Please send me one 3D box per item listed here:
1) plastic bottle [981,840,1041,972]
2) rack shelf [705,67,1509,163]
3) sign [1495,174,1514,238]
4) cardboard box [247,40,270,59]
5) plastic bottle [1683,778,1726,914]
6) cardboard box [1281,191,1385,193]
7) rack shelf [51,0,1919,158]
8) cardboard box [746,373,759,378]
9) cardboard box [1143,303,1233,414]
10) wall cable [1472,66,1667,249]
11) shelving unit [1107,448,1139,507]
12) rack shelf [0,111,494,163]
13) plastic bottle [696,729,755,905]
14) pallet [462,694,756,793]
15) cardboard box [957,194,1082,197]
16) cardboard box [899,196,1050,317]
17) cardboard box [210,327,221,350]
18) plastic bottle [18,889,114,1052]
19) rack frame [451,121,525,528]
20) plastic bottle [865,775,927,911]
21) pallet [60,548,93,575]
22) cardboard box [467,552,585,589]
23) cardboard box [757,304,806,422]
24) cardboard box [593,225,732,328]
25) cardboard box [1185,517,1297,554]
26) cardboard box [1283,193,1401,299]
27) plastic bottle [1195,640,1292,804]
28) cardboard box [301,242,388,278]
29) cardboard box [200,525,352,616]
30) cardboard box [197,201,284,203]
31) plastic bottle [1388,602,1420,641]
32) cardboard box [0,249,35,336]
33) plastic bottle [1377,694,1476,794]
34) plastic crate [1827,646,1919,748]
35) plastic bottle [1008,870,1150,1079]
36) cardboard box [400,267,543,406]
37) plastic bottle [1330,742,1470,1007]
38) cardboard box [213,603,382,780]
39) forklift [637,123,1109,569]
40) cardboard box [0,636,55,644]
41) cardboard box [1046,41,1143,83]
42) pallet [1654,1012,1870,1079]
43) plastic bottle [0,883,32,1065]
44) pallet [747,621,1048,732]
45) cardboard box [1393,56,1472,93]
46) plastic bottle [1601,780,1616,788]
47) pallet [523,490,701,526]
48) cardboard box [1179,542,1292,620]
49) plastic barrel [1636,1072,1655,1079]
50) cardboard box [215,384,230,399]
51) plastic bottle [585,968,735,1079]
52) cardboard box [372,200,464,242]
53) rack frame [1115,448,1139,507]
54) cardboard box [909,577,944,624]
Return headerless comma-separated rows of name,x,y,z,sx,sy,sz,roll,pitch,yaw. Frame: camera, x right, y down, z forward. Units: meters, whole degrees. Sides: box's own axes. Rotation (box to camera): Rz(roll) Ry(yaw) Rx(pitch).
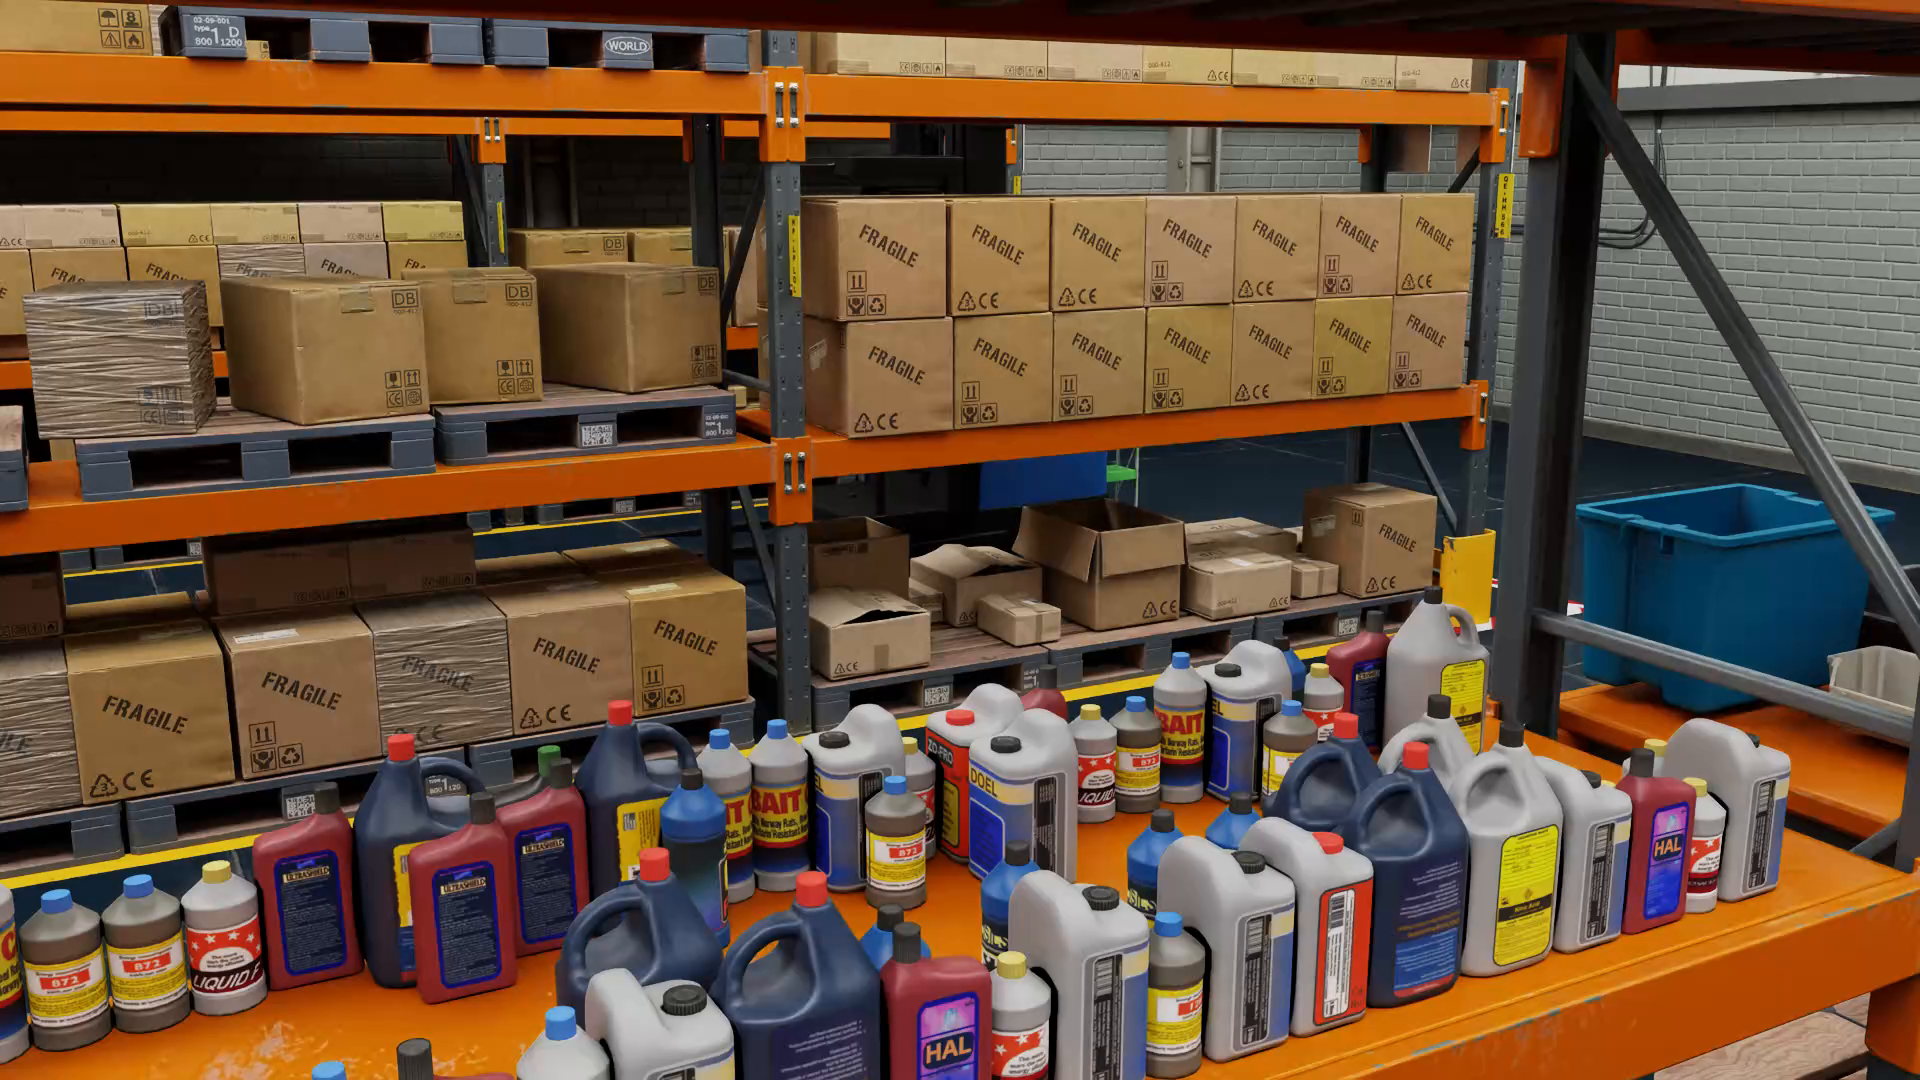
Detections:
plastic bottle,0.076,0.532,2.209,0.097,0.271,0.097,0,13,0
rack shelf,0.813,-2.021,8.063,4.000,0.370,1.077,-7,14,-28
sign,2.817,-1.729,8.602,0.005,0.325,0.100,-7,14,-28
cardboard box,-4.602,-3.237,10.597,0.500,0.500,0.700,-7,15,-29
plastic bottle,1.148,0.475,2.618,0.097,0.201,0.097,0,13,0
cardboard box,2.053,-1.659,9.146,0.500,0.500,0.500,-6,14,-26
rack shelf,-0.328,-0.645,1.950,4.000,0.370,1.077,-7,14,-28
cardboard box,-1.473,-1.200,12.868,0.250,0.149,0.380,-7,14,-27
cardboard box,0.969,-0.908,8.086,0.500,0.500,0.500,-7,14,-29
wall cable,5.327,-4.011,15.509,0.112,2.526,3.097,-7,14,-28
shelving unit,0.975,-0.722,11.583,0.503,1.200,0.258,-8,15,-31
rack shelf,-5.075,-2.554,10.434,4.000,0.370,1.077,-7,14,-28
plastic bottle,-0.378,0.434,2.642,0.097,0.271,0.097,0,13,0
pallet,-1.638,0.755,7.272,1.213,0.211,1.003,-7,14,-28
cardboard box,0.268,-1.445,8.193,0.500,0.500,0.500,-7,14,-27
cardboard box,0.059,-1.284,7.479,0.500,0.500,0.500,-7,15,-30
cardboard box,-4.855,-1.298,10.573,0.250,0.149,0.380,-6,14,-26
plastic bottle,-1.193,0.566,2.215,0.097,0.201,0.097,0,13,0
rack frame,-3.319,-1.652,11.619,0.127,3.000,1.000,-7,14,-28
plastic bottle,-0.101,0.473,2.628,0.097,0.201,0.097,0,13,0
pallet,-6.102,0.061,10.359,1.213,0.211,1.003,-7,14,-28
cardboard box,-1.947,0.369,7.328,0.500,0.500,0.500,-7,14,-27
cardboard box,-0.627,-0.849,7.821,0.500,0.500,0.500,-7,14,-27
cardboard box,-2.192,-1.928,12.162,0.700,0.700,0.980,-7,15,-29
cardboard box,1.516,0.063,9.257,0.500,0.250,0.500,-7,14,-28
cardboard box,1.867,-1.502,8.447,0.500,0.500,0.500,-6,14,-26
plastic bottle,0.518,0.331,3.088,0.135,0.276,0.152,-7,14,-28
cardboard box,-4.047,-1.703,10.894,0.500,0.500,0.500,-7,14,-27
cardboard box,-2.802,0.103,6.803,0.500,0.250,0.500,-7,15,-29
cardboard box,-4.741,-2.114,11.010,0.500,0.250,0.500,-7,15,-30
plastic bottle,0.901,0.270,3.342,0.133,0.283,0.061,-7,14,-28
cardboard box,-5.817,-1.490,9.948,0.500,0.500,0.500,-6,14,-26
plastic bottle,0.709,0.413,2.554,0.185,0.351,0.144,-7,14,-28
plastic crate,1.905,0.335,3.253,0.243,0.136,0.396,-7,14,-28
plastic bottle,0.152,0.551,2.110,0.135,0.276,0.152,-7,14,-28
cardboard box,-2.039,-0.860,6.916,0.500,0.500,0.700,-4,13,-19
plastic bottle,0.615,0.460,2.344,0.185,0.351,0.144,-7,14,-28
cardboard box,-2.562,0.571,6.431,0.500,0.500,0.500,-7,15,-30
forklift,-0.529,-1.357,10.463,3.031,2.935,1.130,-8,15,-31
cardboard box,-3.745,0.584,6.373,0.500,0.500,0.500,-6,14,-26
cardboard box,0.483,-2.196,7.544,0.500,0.250,0.500,-7,14,-28
pallet,2.054,1.533,3.818,1.213,0.211,1.003,-7,14,-28
plastic bottle,-1.278,0.542,2.162,0.097,0.271,0.097,0,13,0
pallet,-0.339,0.590,8.005,1.213,0.211,1.003,-7,14,-28
cardboard box,2.244,-2.404,8.470,0.500,0.250,0.500,-7,14,-28
plastic bottle,1.002,0.477,2.608,0.097,0.201,0.097,0,13,0
pallet,-2.614,-0.357,12.213,1.213,0.211,1.003,-7,14,-28
cardboard box,1.361,0.207,8.619,0.500,0.250,0.500,-7,14,-28
plastic barrel,0.942,1.130,3.080,0.708,0.901,0.600,-7,14,-28
cardboard box,-4.606,-0.621,10.976,0.750,0.750,0.750,-6,14,-26
plastic bottle,-0.331,0.609,1.853,0.135,0.276,0.152,-7,14,-28
cardboard box,-3.607,-2.123,11.053,0.500,0.250,0.500,-6,14,-26
rack frame,1.182,-0.750,11.710,0.015,1.200,0.240,-8,15,-31
cardboard box,-0.278,0.313,8.379,0.250,0.149,0.380,-7,14,-28
